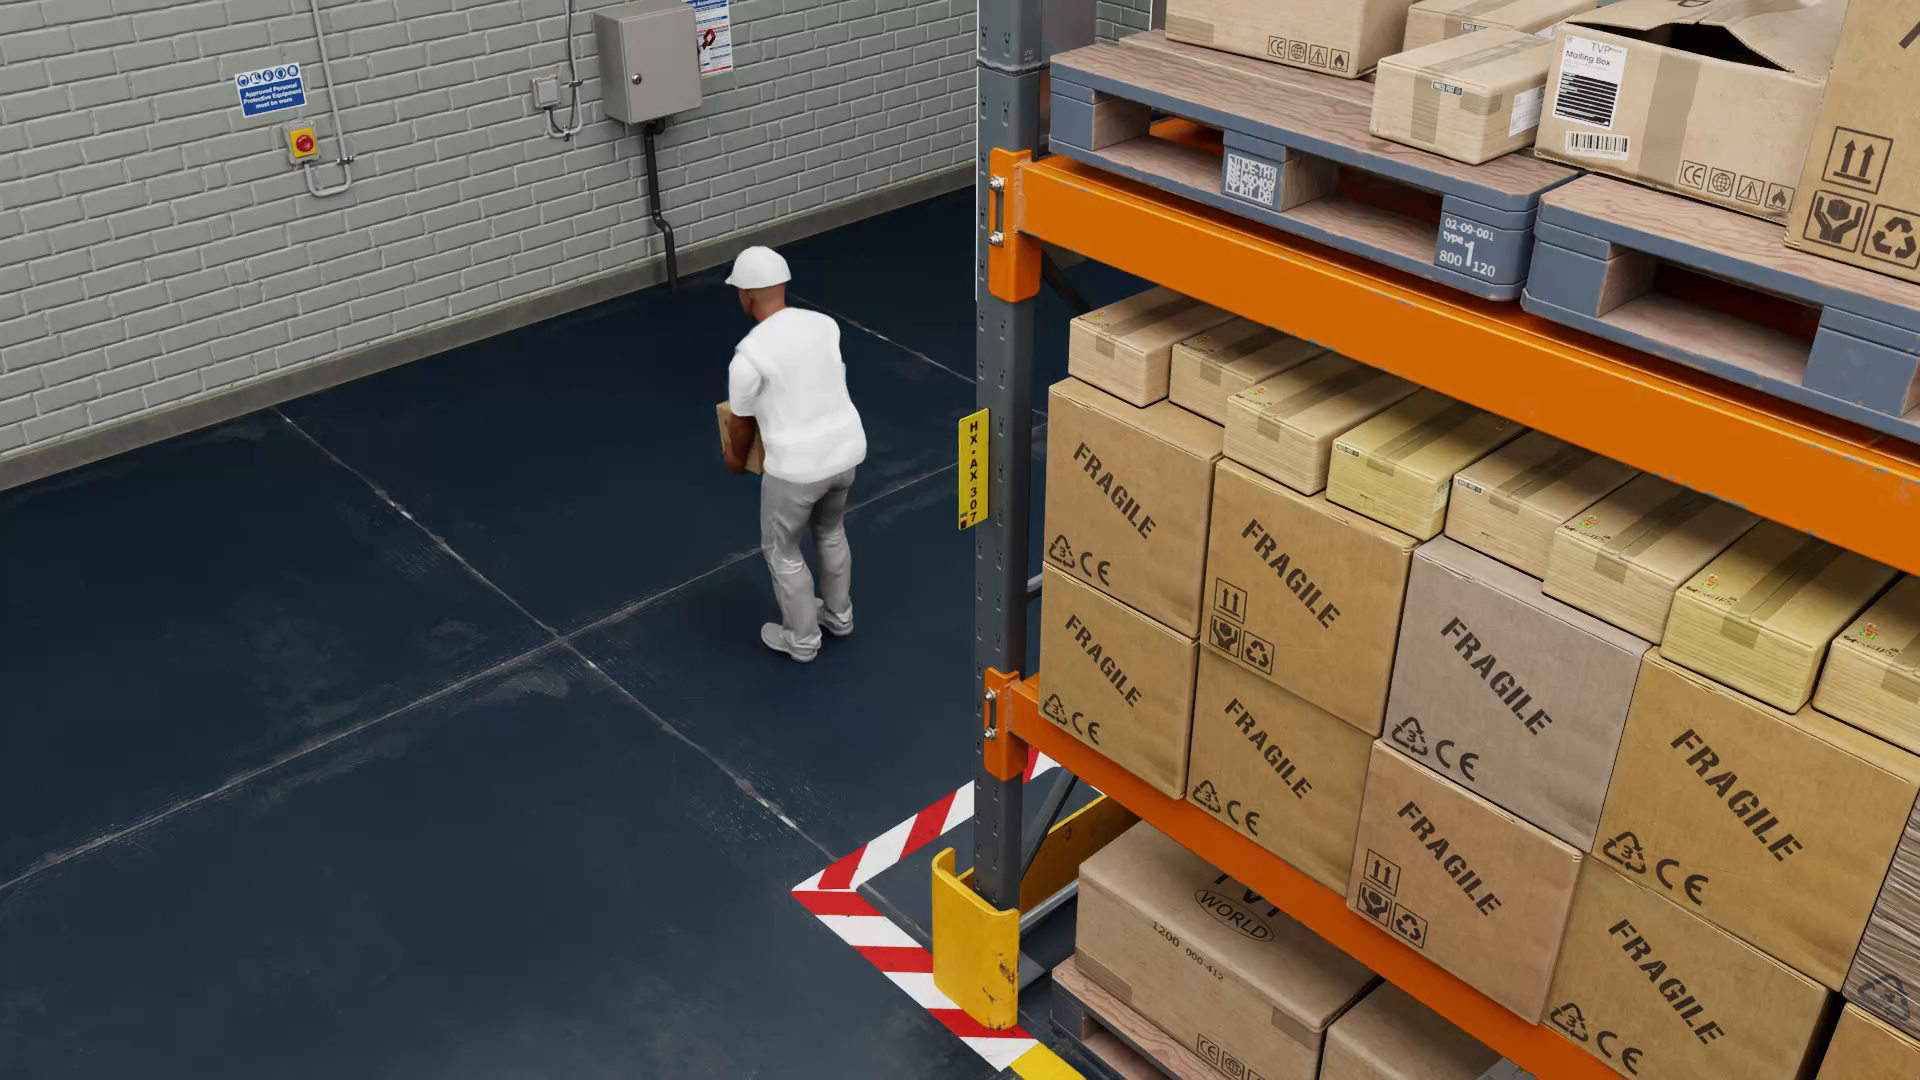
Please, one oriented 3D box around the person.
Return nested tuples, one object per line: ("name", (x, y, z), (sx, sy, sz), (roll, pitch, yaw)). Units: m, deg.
("person", (-0.688, -0.343, 6.715), (0.498, 1.719, 0.609), (-27, 40, -36))
